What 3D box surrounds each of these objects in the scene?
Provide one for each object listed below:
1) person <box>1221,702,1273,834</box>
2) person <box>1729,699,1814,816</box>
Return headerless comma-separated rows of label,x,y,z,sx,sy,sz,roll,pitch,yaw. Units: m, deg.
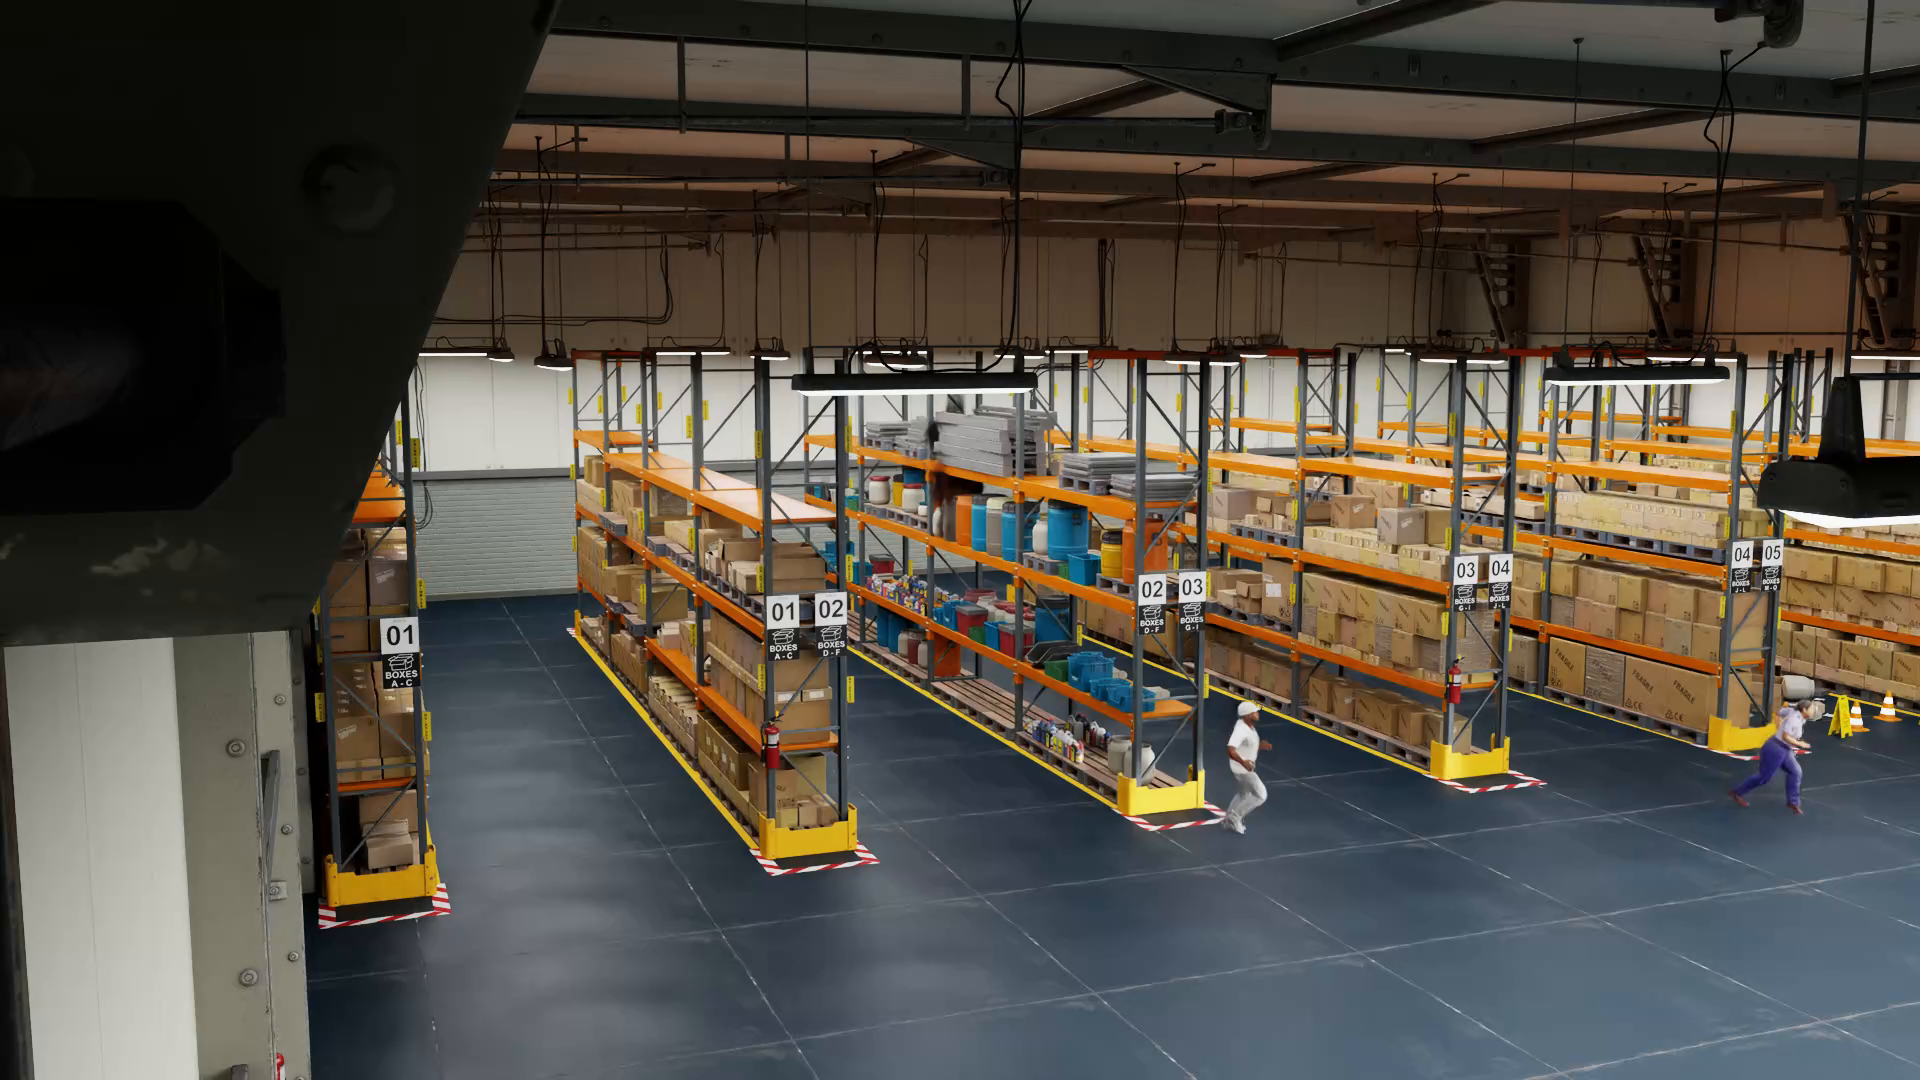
person,3.633,2.879,20.939,0.632,1.731,0.707,1,7,6
person,10.752,2.855,22.038,0.950,1.613,0.649,3,8,25
